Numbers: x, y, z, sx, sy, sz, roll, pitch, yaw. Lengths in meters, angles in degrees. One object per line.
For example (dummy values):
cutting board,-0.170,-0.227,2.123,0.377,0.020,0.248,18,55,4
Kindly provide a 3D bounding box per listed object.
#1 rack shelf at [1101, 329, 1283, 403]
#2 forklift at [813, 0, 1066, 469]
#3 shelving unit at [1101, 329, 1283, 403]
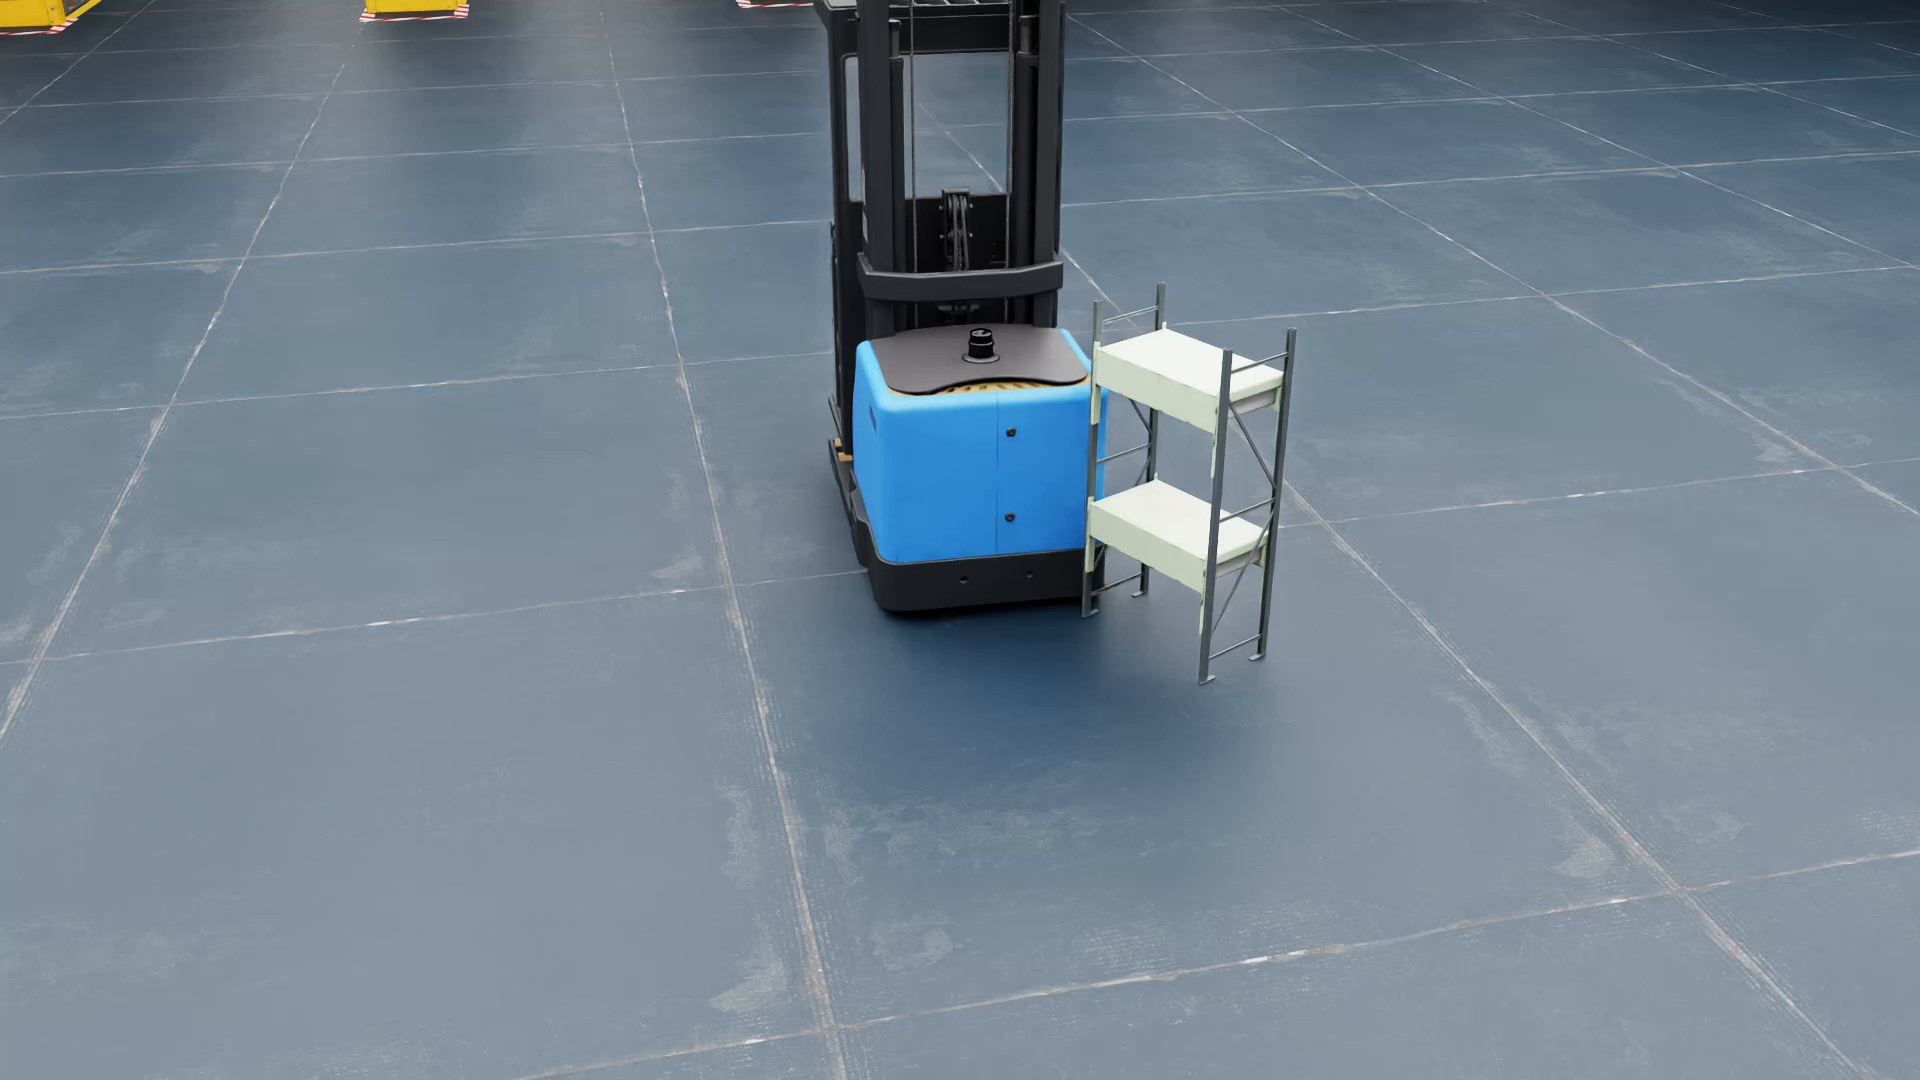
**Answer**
rack shelf,0.944,-0.712,6.834,0.368,0.052,0.686,-20,33,-34
forklift,-0.177,-1.731,8.647,1.118,2.733,2.170,-5,27,-9
shelving unit,0.944,-0.712,6.834,0.368,0.052,0.686,-20,33,-34
